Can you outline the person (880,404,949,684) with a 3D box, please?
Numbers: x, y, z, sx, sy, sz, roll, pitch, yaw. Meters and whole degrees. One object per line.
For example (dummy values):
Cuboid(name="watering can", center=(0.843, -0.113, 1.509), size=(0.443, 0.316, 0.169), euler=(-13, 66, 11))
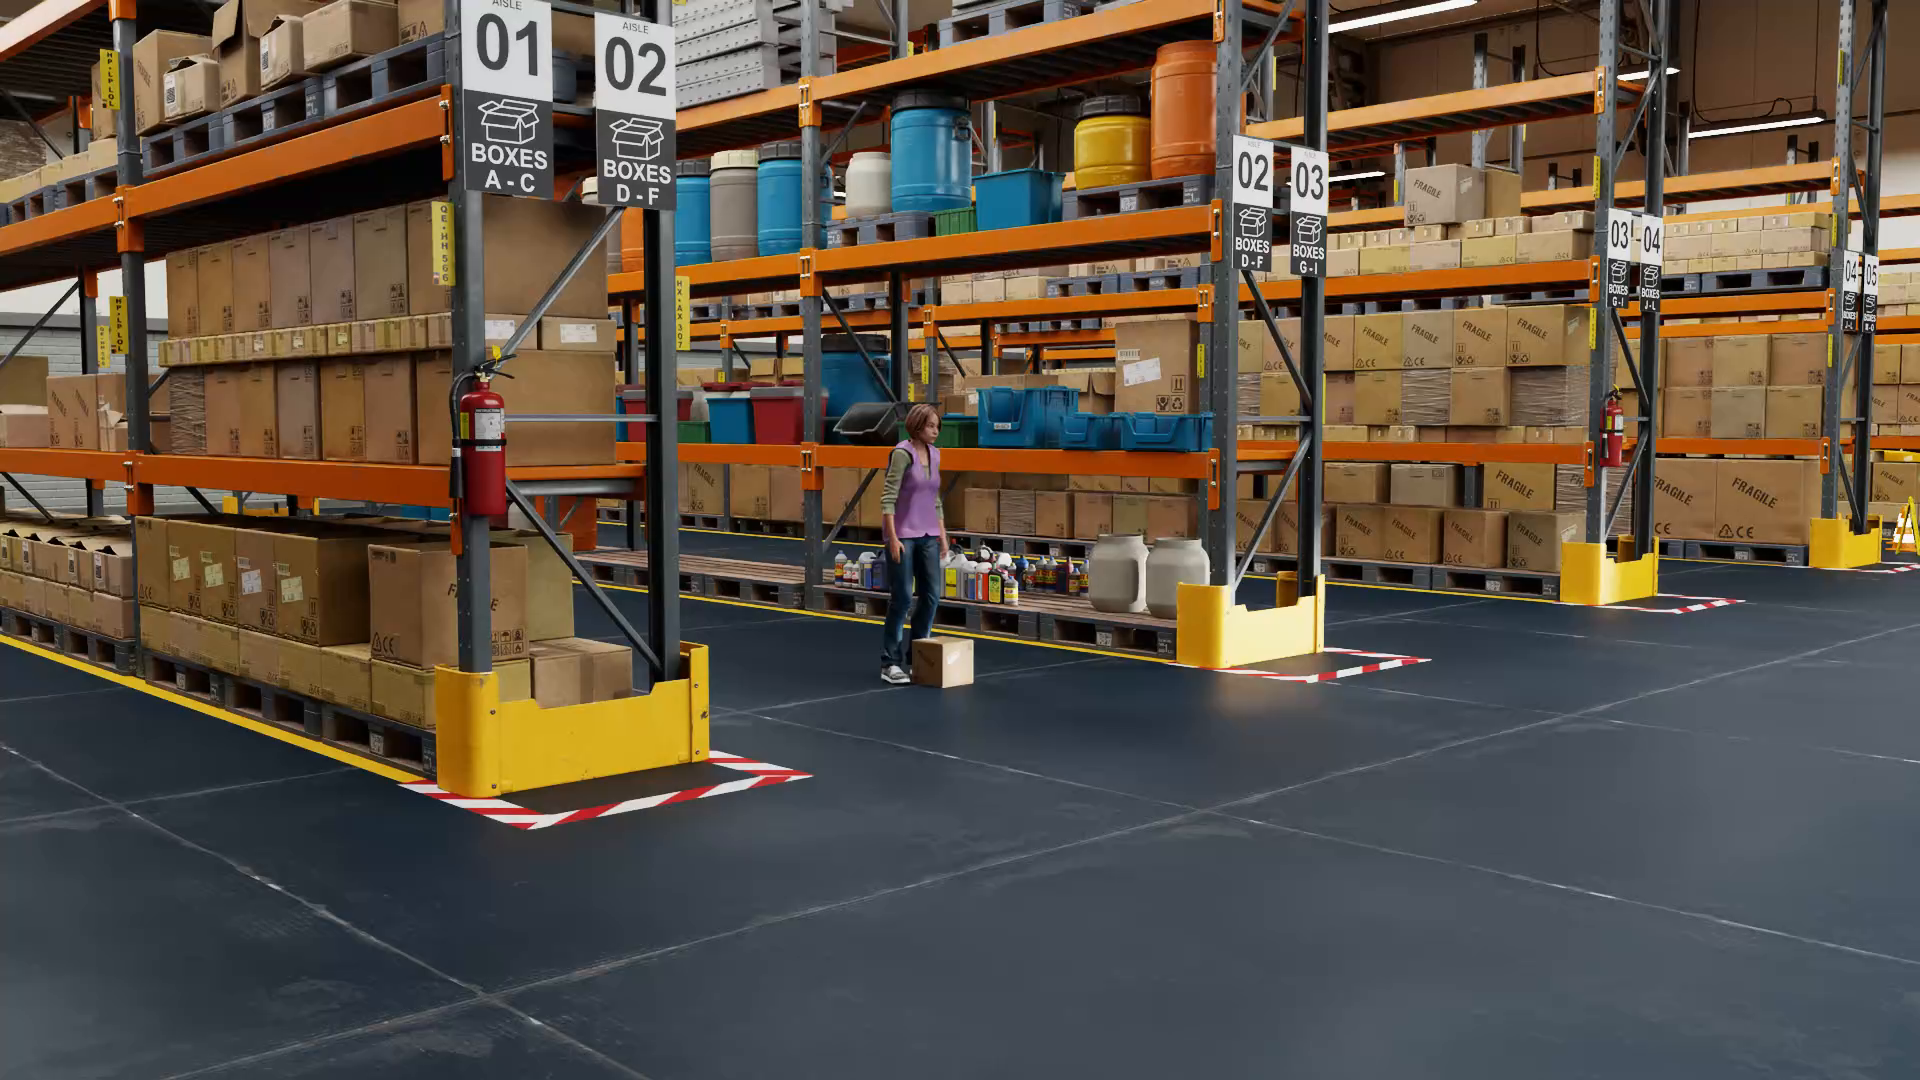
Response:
Cuboid(name="person", center=(-0.266, 0.012, 9.604), size=(0.340, 1.594, 0.483), euler=(4, 6, 43))
